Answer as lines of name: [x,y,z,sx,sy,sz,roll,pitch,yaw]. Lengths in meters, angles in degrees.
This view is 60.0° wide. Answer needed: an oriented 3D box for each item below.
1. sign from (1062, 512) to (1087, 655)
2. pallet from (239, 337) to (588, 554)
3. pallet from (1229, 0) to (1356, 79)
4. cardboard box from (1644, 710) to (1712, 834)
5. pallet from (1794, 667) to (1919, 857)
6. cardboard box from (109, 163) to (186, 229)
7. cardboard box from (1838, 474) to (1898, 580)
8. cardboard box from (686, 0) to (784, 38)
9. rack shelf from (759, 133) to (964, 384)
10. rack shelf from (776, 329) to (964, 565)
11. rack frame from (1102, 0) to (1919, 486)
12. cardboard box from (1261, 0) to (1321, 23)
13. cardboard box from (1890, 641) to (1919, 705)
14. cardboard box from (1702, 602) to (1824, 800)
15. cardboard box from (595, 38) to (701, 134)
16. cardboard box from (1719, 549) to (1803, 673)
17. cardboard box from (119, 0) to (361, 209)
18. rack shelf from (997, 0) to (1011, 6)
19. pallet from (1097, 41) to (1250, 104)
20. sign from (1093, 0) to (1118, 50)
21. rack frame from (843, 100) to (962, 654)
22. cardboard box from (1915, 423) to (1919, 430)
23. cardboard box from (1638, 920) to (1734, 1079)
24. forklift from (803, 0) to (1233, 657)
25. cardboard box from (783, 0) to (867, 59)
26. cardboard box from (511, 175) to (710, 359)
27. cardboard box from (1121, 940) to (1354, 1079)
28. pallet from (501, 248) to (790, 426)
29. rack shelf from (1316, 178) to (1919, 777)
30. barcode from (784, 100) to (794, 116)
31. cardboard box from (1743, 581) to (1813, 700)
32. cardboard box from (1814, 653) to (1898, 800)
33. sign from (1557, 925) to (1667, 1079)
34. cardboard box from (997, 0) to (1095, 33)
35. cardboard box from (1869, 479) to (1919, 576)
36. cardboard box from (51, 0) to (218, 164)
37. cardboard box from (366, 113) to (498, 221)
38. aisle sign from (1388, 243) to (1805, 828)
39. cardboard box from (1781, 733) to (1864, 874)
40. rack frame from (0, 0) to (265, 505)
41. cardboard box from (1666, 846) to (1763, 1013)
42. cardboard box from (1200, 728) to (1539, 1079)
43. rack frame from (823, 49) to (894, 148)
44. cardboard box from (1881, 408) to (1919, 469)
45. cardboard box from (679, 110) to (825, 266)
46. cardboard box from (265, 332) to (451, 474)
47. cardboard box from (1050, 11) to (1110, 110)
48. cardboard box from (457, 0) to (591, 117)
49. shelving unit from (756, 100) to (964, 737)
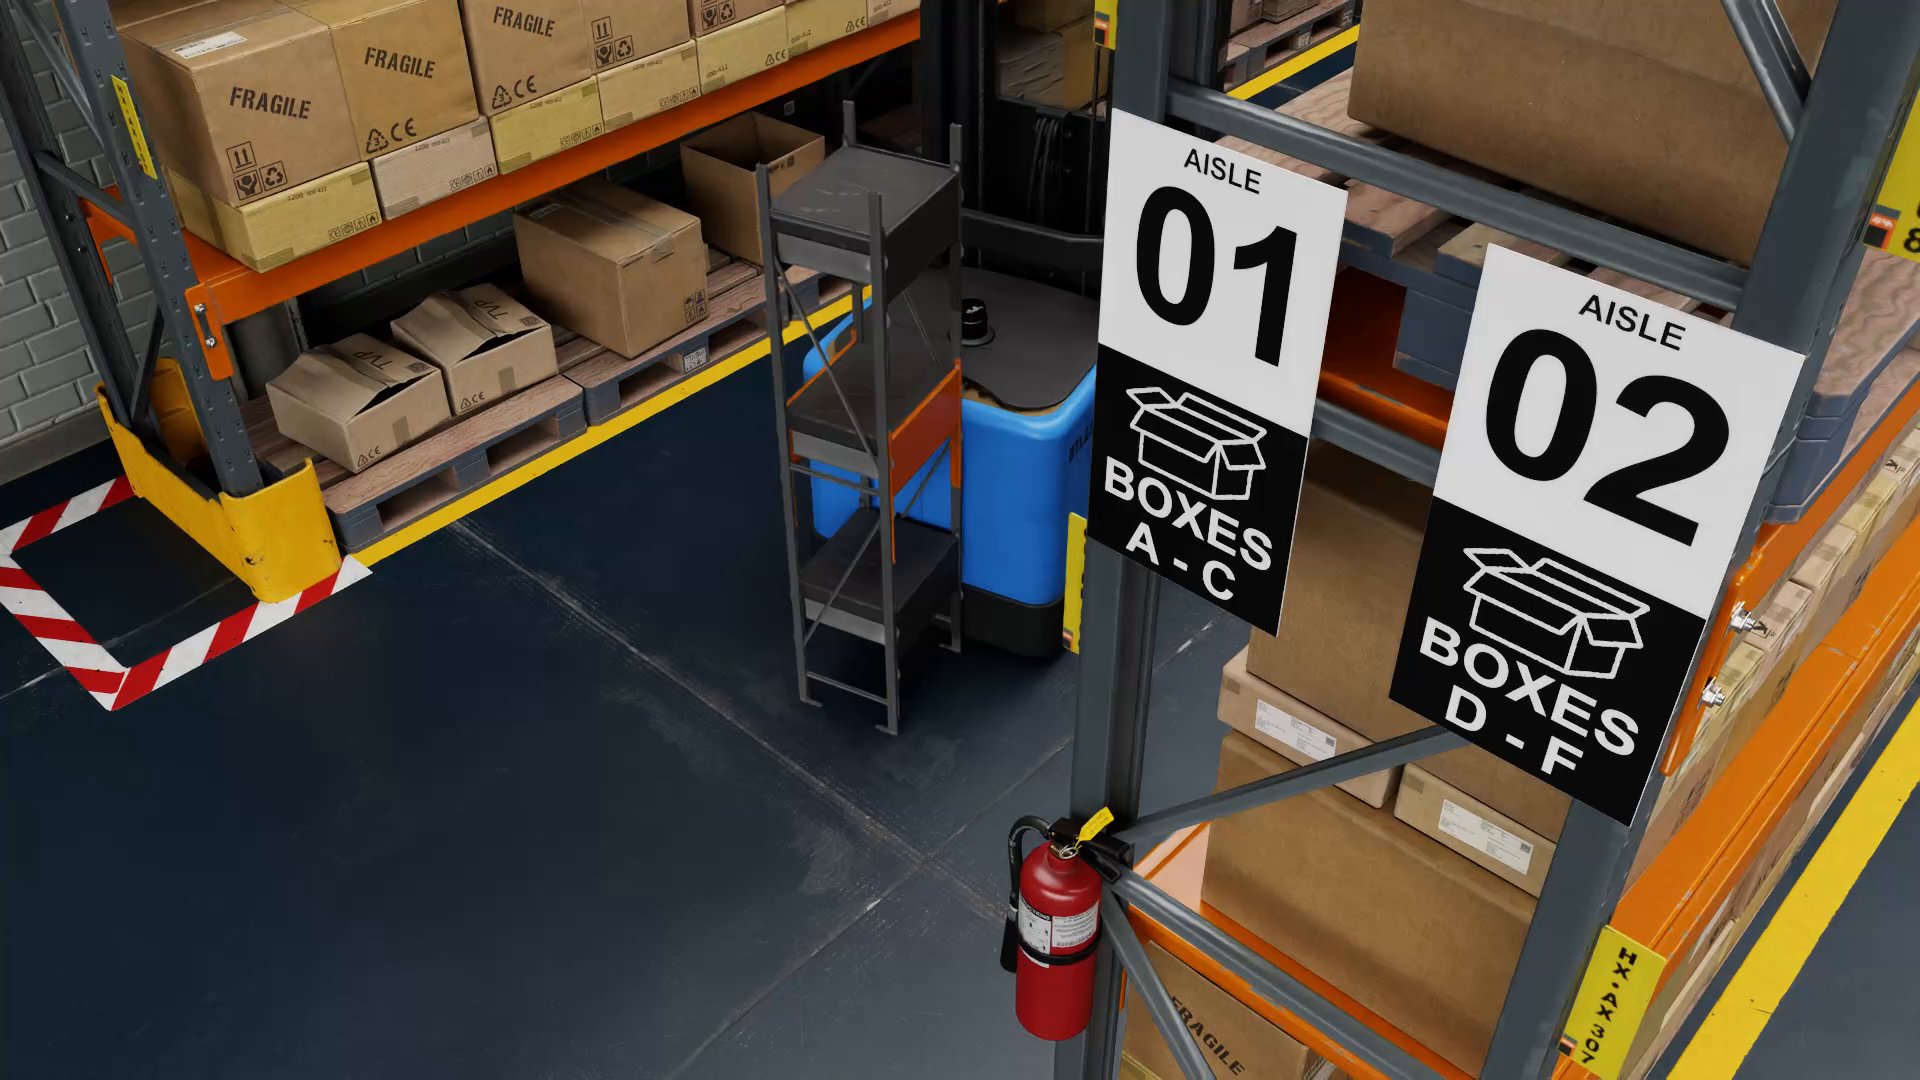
sign: [0.237,0.097,3.097,0.100,0.325,0.005,30,47,32]
pallet: [-2.406,-0.503,7.213,1.003,0.211,1.213,30,47,32]
pallet: [1.838,-3.427,10.890,1.003,0.211,1.213,30,47,32]
cardboard box: [1.228,0.372,3.271,0.380,0.149,0.250,28,46,31]
pallet: [2.759,0.479,5.978,1.003,0.211,1.213,30,47,32]
cardboard box: [-2.859,-1.446,6.263,0.500,0.250,0.500,30,48,32]
cardboard box: [1.919,-0.098,3.862,0.380,0.149,0.250,29,47,31]
cardboard box: [-1.104,-2.476,6.956,0.500,0.500,0.500,28,46,31]
rack shelf: [-0.287,-0.860,5.042,0.431,0.518,0.480,18,42,21]
rack shelf: [-0.287,-0.312,5.477,0.431,0.518,0.480,18,42,21]
rack frame: [0.628,-1.471,1.370,1.000,3.000,0.127,30,47,32]
cardboard box: [1.919,-3.718,10.670,0.700,0.500,0.500,30,48,32]
cardboard box: [3.175,0.256,5.890,0.500,0.250,0.500,30,47,32]
cardboard box: [1.642,0.160,4.059,0.700,0.500,0.500,30,47,32]
cardboard box: [-1.437,-1.949,6.895,0.500,0.250,0.500,30,47,32]
cardboard box: [1.339,-0.147,3.402,0.700,0.500,0.500,28,46,31]
cardboard box: [-2.487,-1.537,5.775,0.500,0.500,0.500,30,47,32]
rack shelf: [1.017,-3.676,9.541,1.077,0.370,4.000,30,47,32]
pallet: [1.014,-2.869,10.188,1.003,0.211,1.213,30,47,32]
sign: [0.237,-0.847,2.347,0.100,0.325,0.005,30,47,32]
rack frame: [-0.175,-0.458,5.639,0.400,2.100,0.015,18,42,21]
cardboard box: [2.266,-0.333,4.157,0.380,0.149,0.250,31,48,33]
cardboard box: [1.826,1.175,4.734,0.500,0.250,0.500,30,47,32]
forklift: [0.550,-1.626,6.440,1.130,2.935,3.031,18,42,21]
cardboard box: [-0.771,-2.418,7.485,0.500,0.250,0.500,30,47,32]
cardboard box: [-1.582,-1.253,7.571,0.700,0.500,0.500,27,46,29]
cardboard box: [0.770,1.124,4.196,0.500,0.500,0.500,30,47,32]
pallet: [-1.583,-1.061,7.915,1.003,0.211,1.213,30,47,32]
rack shelf: [1.977,-0.934,3.683,1.077,0.370,4.000,30,47,32]
barcode: [-0.874,-2.211,8.518,0.001,0.075,0.075,30,47,32]
cardboard box: [1.569,0.143,3.559,0.380,0.149,0.250,29,47,31]
cardboard box: [2.494,0.419,5.083,0.500,0.500,0.500,30,47,32]
sign: [1.033,0.743,2.646,0.100,0.325,0.005,30,47,32]
cardboard box: [0.446,-3.075,9.260,0.500,0.250,0.500,29,47,31]
cardboard box: [2.339,-0.319,4.661,0.700,0.500,0.500,30,48,32]
cardboard box: [-2.870,-1.750,6.042,0.500,0.500,0.500,29,47,31]
cardboard box: [-2.128,-1.486,6.313,0.500,0.250,0.500,28,46,31]
aisle sign: [0.810,0.018,2.228,0.394,0.787,0.004,30,47,32]
cardboard box: [2.504,0.718,5.309,0.500,0.250,0.500,30,47,32]
rack frame: [-3.031,-1.201,5.851,1.000,3.000,0.127,30,47,32]
cardboard box: [1.818,0.877,4.507,0.500,0.500,0.500,30,47,32]
cardboard box: [0.952,0.629,3.469,0.700,0.500,0.500,30,47,32]
rack frame: [-0.333,-3.039,8.162,1.000,3.000,0.127,30,47,32]
cardboard box: [2.016,-0.609,3.983,0.700,0.500,0.500,30,47,32]
cardboard box: [-1.003,-1.739,8.182,0.500,0.500,0.500,26,45,29]
cardboard box: [-2.498,-0.601,6.903,0.500,0.311,0.500,24,44,27]
cardboard box: [0.463,-2.836,9.562,0.700,0.500,0.500,29,47,31]
cardboard box: [-1.793,-1.995,6.350,0.500,0.500,0.500,28,46,31]
shelving unit: [-0.287,-0.323,5.469,0.431,2.100,0.503,18,42,21]
